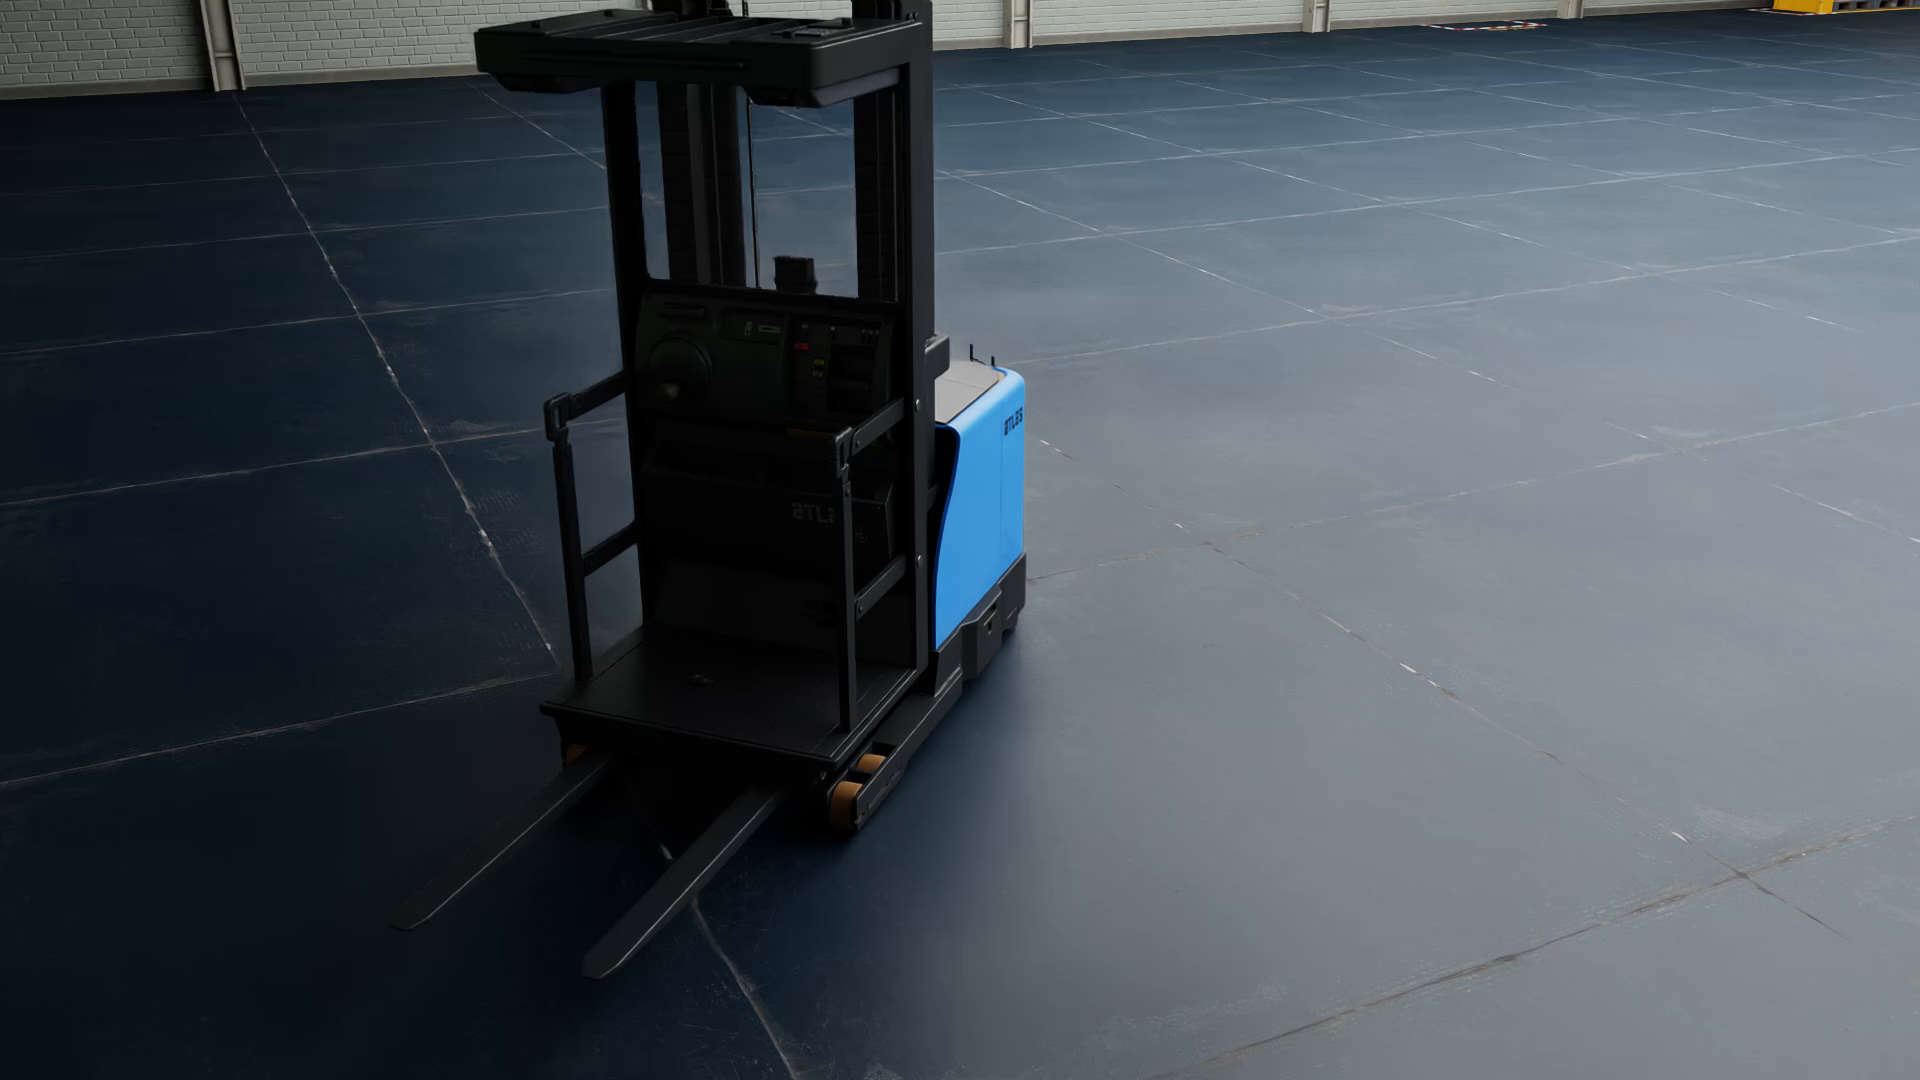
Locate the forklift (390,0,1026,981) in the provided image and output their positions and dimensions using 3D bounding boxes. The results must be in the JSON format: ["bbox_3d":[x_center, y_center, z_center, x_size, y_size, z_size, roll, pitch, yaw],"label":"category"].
[{"bbox_3d":[-0.726,-0.578,5.314,1.130,2.935,3.031,8,24,19],"label":"forklift"}]

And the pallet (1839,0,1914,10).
[{"bbox_3d":[18.818,-11.092,34.270,1.213,0.211,1.003,-10,25,-24],"label":"pallet"}]

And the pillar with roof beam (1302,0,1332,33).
[{"bbox_3d":[8.215,-11.756,24.385,0.400,9.000,9.100,-10,25,-24],"label":"pillar with roof beam"}]

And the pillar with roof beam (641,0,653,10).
[{"bbox_3d":[-2.598,-9.766,19.577,0.400,9.000,9.100,-10,25,-24],"label":"pillar with roof beam"}]

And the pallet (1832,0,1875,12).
[{"bbox_3d":[17.721,-10.891,33.785,1.213,0.211,1.003,-10,25,-24],"label":"pallet"}]

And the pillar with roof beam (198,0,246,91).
[{"bbox_3d":[-8.004,-8.771,17.172,0.400,9.000,9.100,-10,25,-24],"label":"pillar with roof beam"}]

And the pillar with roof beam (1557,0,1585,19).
[{"bbox_3d":[13.621,-12.752,26.790,0.400,9.000,9.100,-10,25,-24],"label":"pillar with roof beam"}]

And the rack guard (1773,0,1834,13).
[{"bbox_3d":[16.973,-10.902,33.434,0.348,0.500,1.175,-10,25,-24],"label":"rack guard"}]

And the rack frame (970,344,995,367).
[{"bbox_3d":[0.099,-0.434,7.622,0.006,0.900,0.240,-10,25,-24],"label":"rack frame"}]

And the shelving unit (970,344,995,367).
[{"bbox_3d":[0.007,-0.417,7.581,0.210,0.900,0.258,-10,25,-24],"label":"shelving unit"}]

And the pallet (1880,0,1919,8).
[{"bbox_3d":[19.919,-11.296,34.763,1.213,0.211,1.003,-10,25,-24],"label":"pallet"}]

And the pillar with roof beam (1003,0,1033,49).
[{"bbox_3d":[2.808,-10.761,21.981,0.400,9.000,9.100,-10,25,-24],"label":"pillar with roof beam"}]
